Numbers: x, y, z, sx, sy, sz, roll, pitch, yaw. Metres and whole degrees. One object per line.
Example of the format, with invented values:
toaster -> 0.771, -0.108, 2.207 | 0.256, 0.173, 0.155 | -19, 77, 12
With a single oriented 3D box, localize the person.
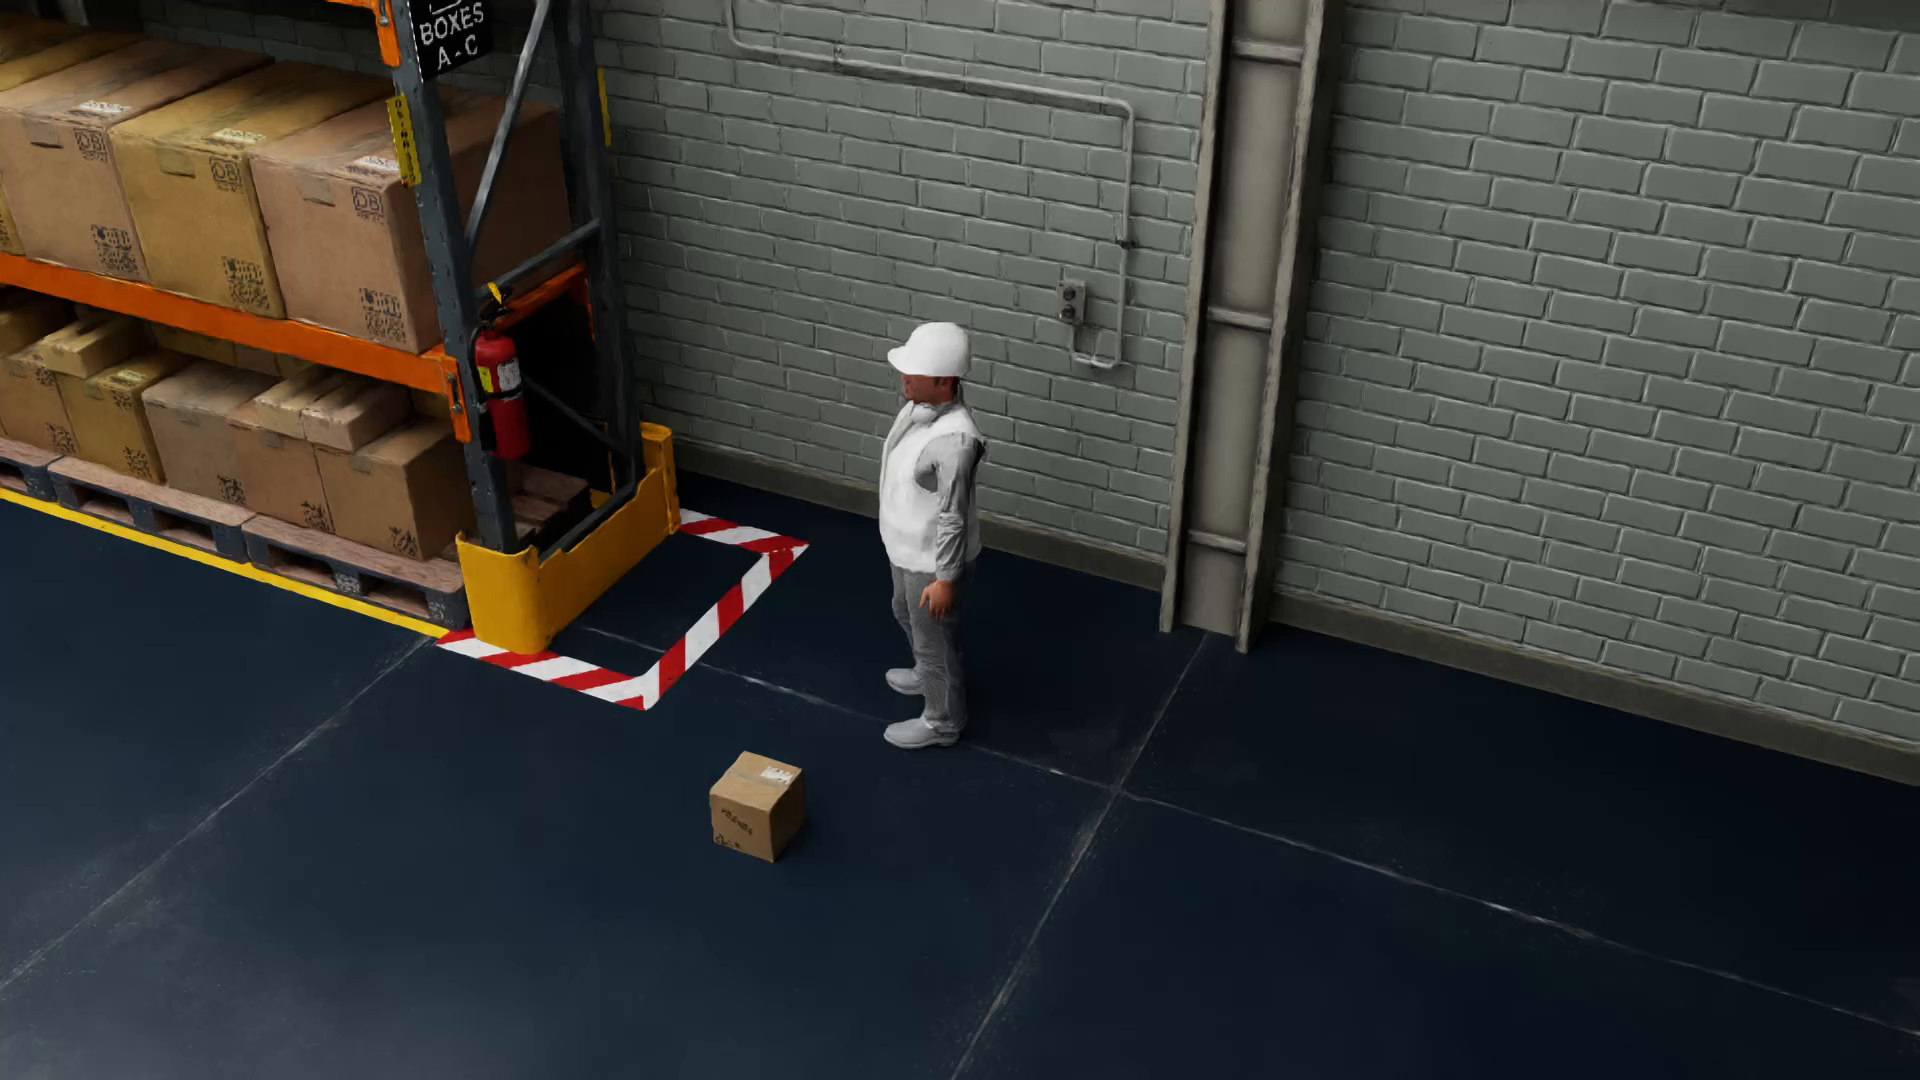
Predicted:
person -> -0.130, -0.005, 6.113 | 0.377, 1.777, 0.667 | -8, 34, -11
